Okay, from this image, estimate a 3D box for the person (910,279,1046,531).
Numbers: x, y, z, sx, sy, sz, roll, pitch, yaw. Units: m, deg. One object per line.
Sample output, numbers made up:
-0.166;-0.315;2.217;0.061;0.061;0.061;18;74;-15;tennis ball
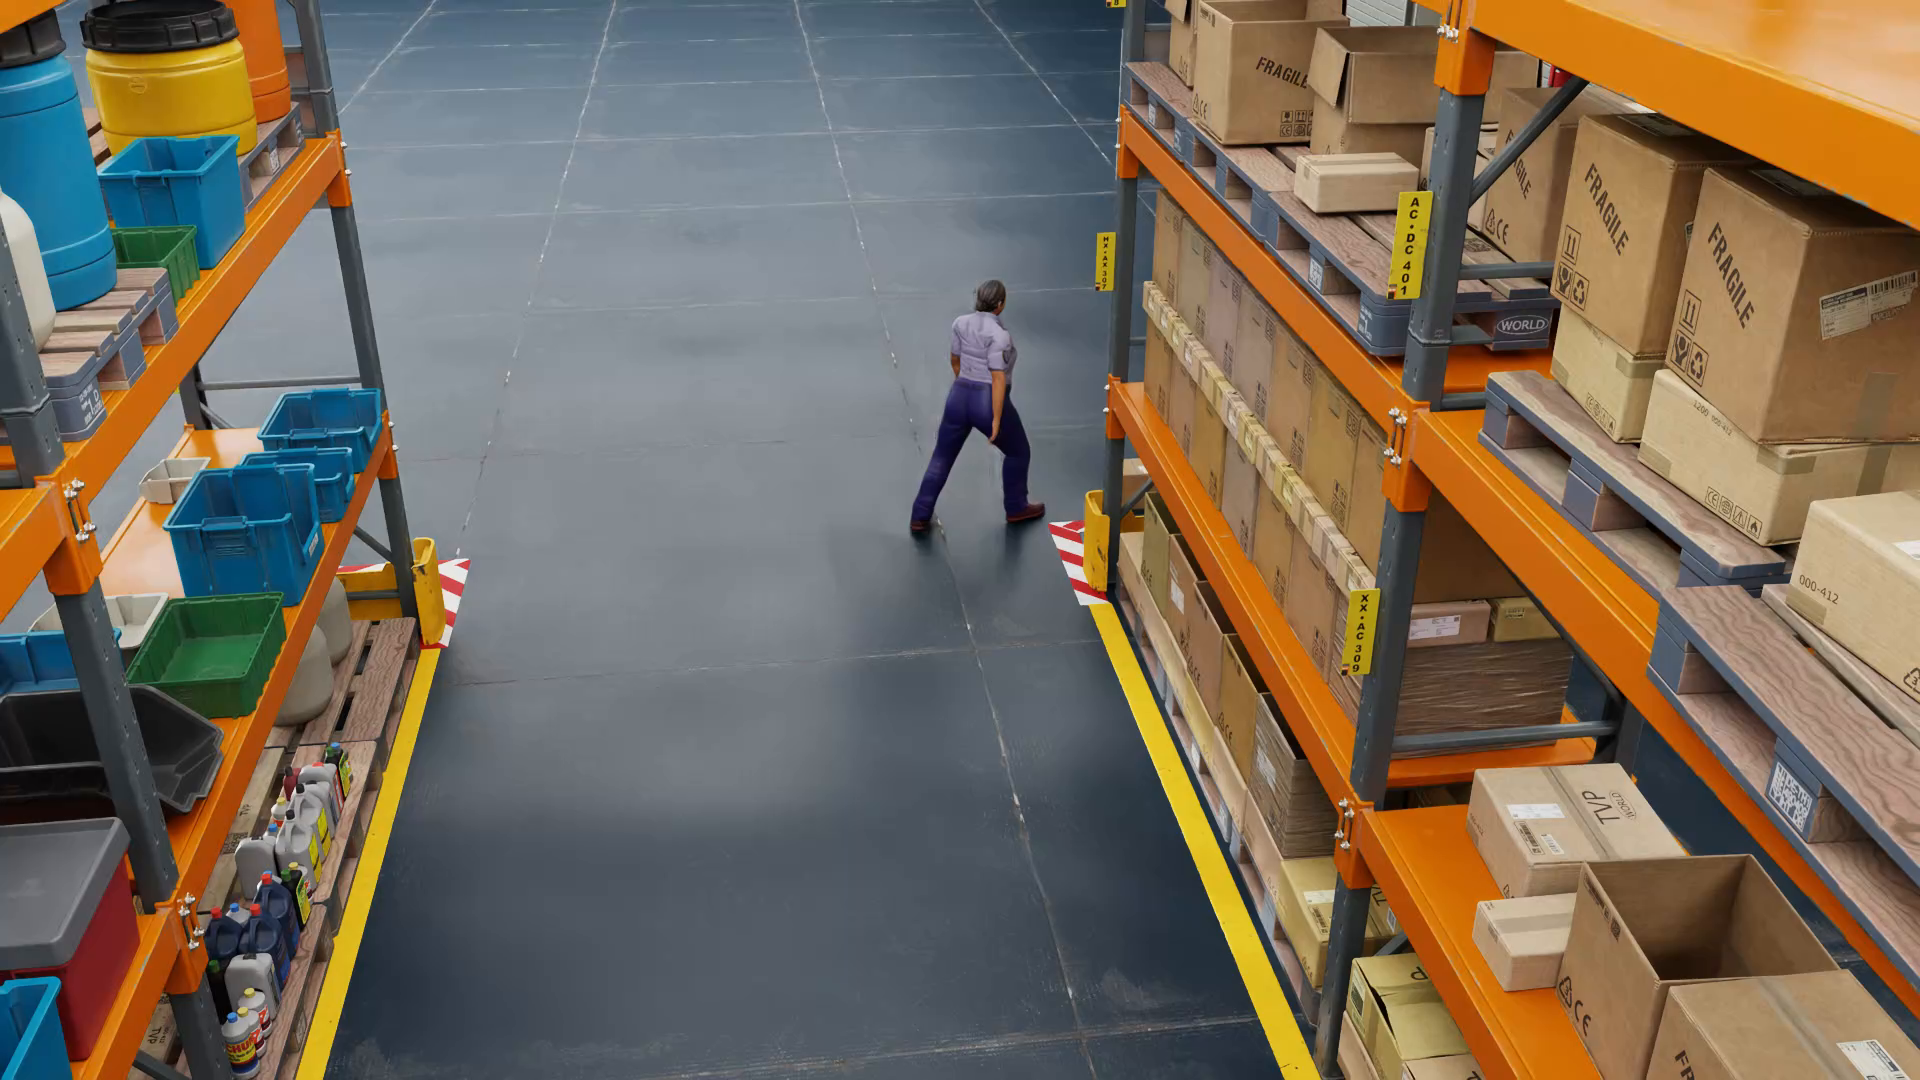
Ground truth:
0.081;-0.836;10.277;0.660;1.589;0.786;18;32;31;person
